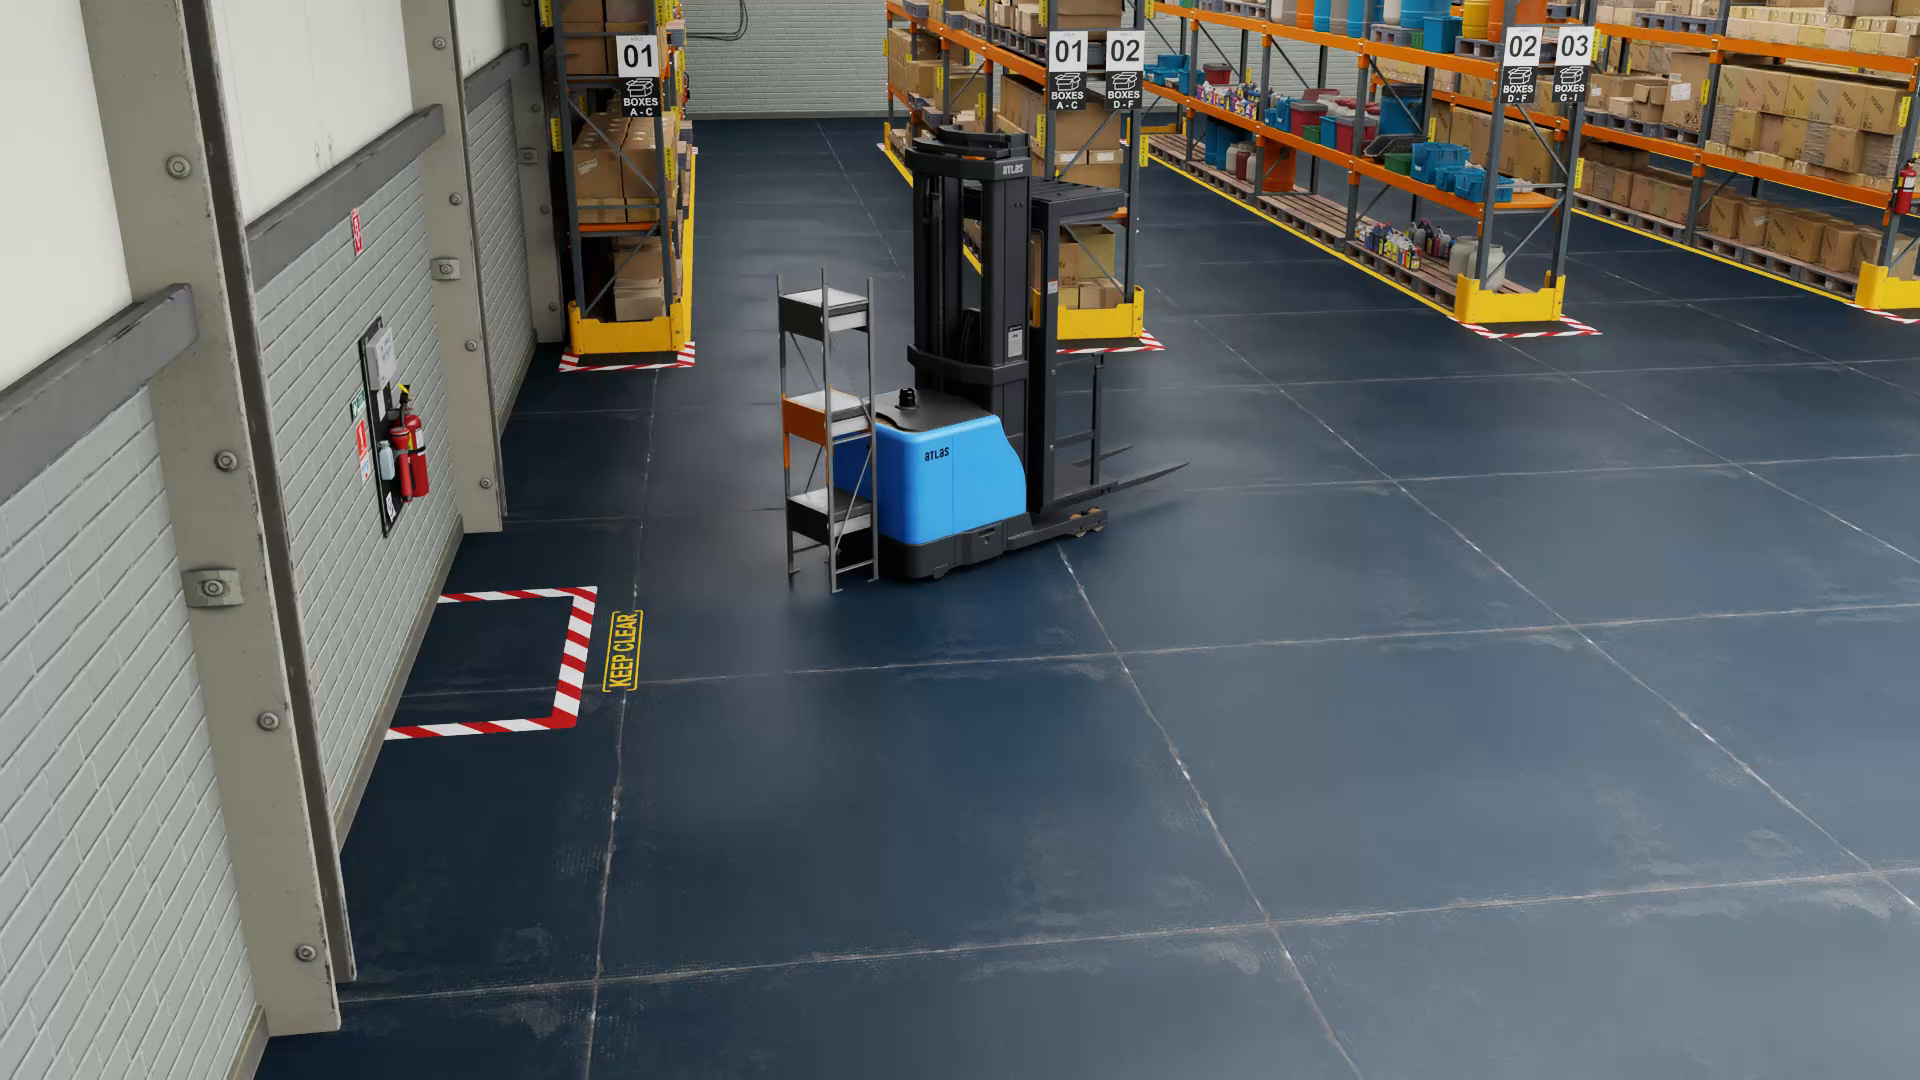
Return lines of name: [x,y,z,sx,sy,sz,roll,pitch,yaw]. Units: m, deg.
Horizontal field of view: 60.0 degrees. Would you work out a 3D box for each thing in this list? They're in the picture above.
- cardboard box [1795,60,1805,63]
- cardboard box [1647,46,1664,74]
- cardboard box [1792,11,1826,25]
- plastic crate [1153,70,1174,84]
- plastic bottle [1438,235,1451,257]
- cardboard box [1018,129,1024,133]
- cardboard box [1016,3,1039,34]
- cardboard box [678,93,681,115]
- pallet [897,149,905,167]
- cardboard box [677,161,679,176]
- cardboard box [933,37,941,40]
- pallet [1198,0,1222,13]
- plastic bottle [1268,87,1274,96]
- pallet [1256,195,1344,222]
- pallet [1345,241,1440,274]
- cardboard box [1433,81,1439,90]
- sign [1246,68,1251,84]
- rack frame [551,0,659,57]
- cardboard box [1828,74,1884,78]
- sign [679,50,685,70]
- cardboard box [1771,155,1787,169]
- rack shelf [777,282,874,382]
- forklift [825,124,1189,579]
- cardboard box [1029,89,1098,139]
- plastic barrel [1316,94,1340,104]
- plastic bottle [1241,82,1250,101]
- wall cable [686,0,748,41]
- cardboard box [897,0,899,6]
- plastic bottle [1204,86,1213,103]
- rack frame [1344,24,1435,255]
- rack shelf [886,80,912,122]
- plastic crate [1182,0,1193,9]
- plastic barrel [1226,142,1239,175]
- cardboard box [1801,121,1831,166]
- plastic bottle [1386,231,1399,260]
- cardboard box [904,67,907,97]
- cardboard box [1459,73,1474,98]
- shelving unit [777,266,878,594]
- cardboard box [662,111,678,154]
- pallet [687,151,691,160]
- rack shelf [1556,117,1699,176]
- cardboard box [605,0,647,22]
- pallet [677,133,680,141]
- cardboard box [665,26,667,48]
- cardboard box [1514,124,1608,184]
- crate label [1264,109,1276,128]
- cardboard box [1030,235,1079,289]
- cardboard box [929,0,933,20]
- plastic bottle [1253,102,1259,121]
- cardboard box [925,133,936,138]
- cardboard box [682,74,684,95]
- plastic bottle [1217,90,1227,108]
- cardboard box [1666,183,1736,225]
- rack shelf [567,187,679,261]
cardboard box: [14.830,-8.306,29.076,0.380,0.149,0.250,-4,21,-10]
cardboard box: [13.847,-9.400,32.528,0.500,0.500,0.500,-3,21,-9]
cardboard box: [10.590,-6.488,20.656,0.380,0.149,0.250,-3,21,-9]
plastic crate: [3.891,-8.840,31.752,0.416,0.233,0.300,-3,21,-8]
plastic bottle: [6.193,-3.781,21.316,0.152,0.276,0.135,-3,21,-7]
cardboard box: [0.893,-4.757,19.595,0.380,0.149,0.250,-3,21,-8]
cardboard box: [0.889,-5.864,18.669,0.500,0.311,0.500,-1,20,-1]
cardboard box: [-4.542,-6.737,25.371,0.500,0.500,0.500,-2,21,-6]
pallet: [-0.611,-7.170,31.111,1.003,0.211,1.213,-3,21,-8]
cardboard box: [-3.714,-4.584,20.389,0.500,0.250,0.500,-3,21,-8]
cardboard box: [-0.198,-8.686,29.614,0.500,0.500,0.500,-4,21,-9]
pallet: [4.778,-9.114,28.313,1.213,0.211,1.003,-3,21,-8]
plastic bottle: [5.183,-7.357,27.698,0.144,0.351,0.185,-3,21,-8]
pallet: [5.218,-5.102,25.575,1.003,0.211,1.213,-3,21,-8]
pallet: [5.777,-3.753,21.962,1.003,0.211,1.213,-3,21,-8]
cardboard box: [9.027,-8.463,30.946,0.380,0.149,0.250,-3,21,-9]
sign: [5.113,-8.220,29.543,0.100,0.325,0.005,-3,21,-8]
rack frame: [-3.506,-6.220,16.007,1.000,3.000,0.127,-3,21,-8]
cardboard box: [11.173,-5.537,20.756,0.500,0.500,0.500,-3,21,-8]
sign: [-4.700,-8.100,28.074,0.100,0.325,0.005,-3,21,-8]
cardboard box: [10.585,-4.818,21.187,0.380,0.149,0.250,-3,21,-8]
rack shelf: [-0.881,-1.375,10.934,0.431,0.518,0.480,-17,27,-38]
forklift: [0.470,-1.518,12.093,3.031,2.935,1.130,-17,27,-38]
cardboard box: [1.179,-4.852,18.922,0.700,0.500,0.500,-3,21,-8]
plastic barrel: [5.504,-6.386,24.866,0.421,0.512,0.421,0,20,0]
plastic bottle: [4.909,-7.667,28.529,0.144,0.351,0.185,-3,21,-8]
wall cable: [-6.274,-12.281,36.674,3.097,2.526,0.112,-3,21,-8]
cardboard box: [-0.877,-9.825,30.161,0.500,0.250,0.500,-3,21,-8]
plastic bottle: [4.311,-7.699,28.721,0.152,0.276,0.135,-3,21,-8]
rack frame: [5.721,-5.294,22.103,1.000,3.000,0.127,-3,21,-8]
rack shelf: [-0.622,-8.171,30.833,1.077,0.370,4.000,-3,21,-8]
plastic crate: [4.208,-9.501,29.383,0.450,0.188,0.662,-3,21,-8]
plastic barrel: [4.725,-6.460,28.182,0.421,0.512,0.421,0,20,0]
cardboard box: [10.927,-4.879,20.424,0.875,0.500,0.500,-3,21,-8]
plastic bottle: [5.516,-3.746,21.116,0.144,0.351,0.185,-3,21,-8]
cardboard box: [-0.736,-8.200,29.742,0.500,0.500,0.500,-2,21,-6]
cardboard box: [9.288,-8.188,29.710,0.500,0.500,0.500,-3,21,-8]
shelving unit: [-0.881,-0.732,11.174,0.431,2.100,0.503,-17,27,-38]
cardboard box: [-3.708,-4.936,20.260,0.500,0.500,0.500,-3,21,-8]
pallet: [-5.447,-6.948,30.518,1.003,0.211,1.213,-3,21,-8]
rack shelf: [10.334,-5.899,24.751,1.077,0.370,4.000,-3,21,-8]
cardboard box: [-3.321,-5.485,16.726,0.500,0.500,0.500,-4,21,-12]
pallet: [-4.333,-5.406,22.677,1.003,0.211,1.213,-3,21,-8]
cardboard box: [-3.764,-6.092,19.782,0.500,0.500,0.500,-2,21,-6]
cardboard box: [9.967,-6.370,27.420,1.225,0.875,0.875,-4,21,-10]
crate label: [4.835,-6.435,25.399,0.303,0.233,0.416,-3,21,-8]
cardboard box: [1.024,-3.091,18.462,0.500,0.500,0.500,-3,21,-8]
cardboard box: [-0.002,-8.388,25.958,0.910,0.500,0.500,-3,21,-8]
plastic bottle: [4.664,-6.743,26.148,0.061,0.283,0.133,-3,21,-8]
cardboard box: [-0.288,-6.502,27.209,0.500,0.250,0.500,-3,21,-9]
cardboard box: [-5.512,-8.398,29.984,0.980,0.700,0.700,-4,21,-10]
plastic bottle: [4.425,-7.425,27.986,0.152,0.276,0.135,-3,21,-8]
cardboard box: [10.555,-4.792,23.704,0.700,0.500,0.500,-5,21,-12]
rack shelf: [-3.794,-3.765,19.037,1.077,0.370,4.000,-3,21,-8]
